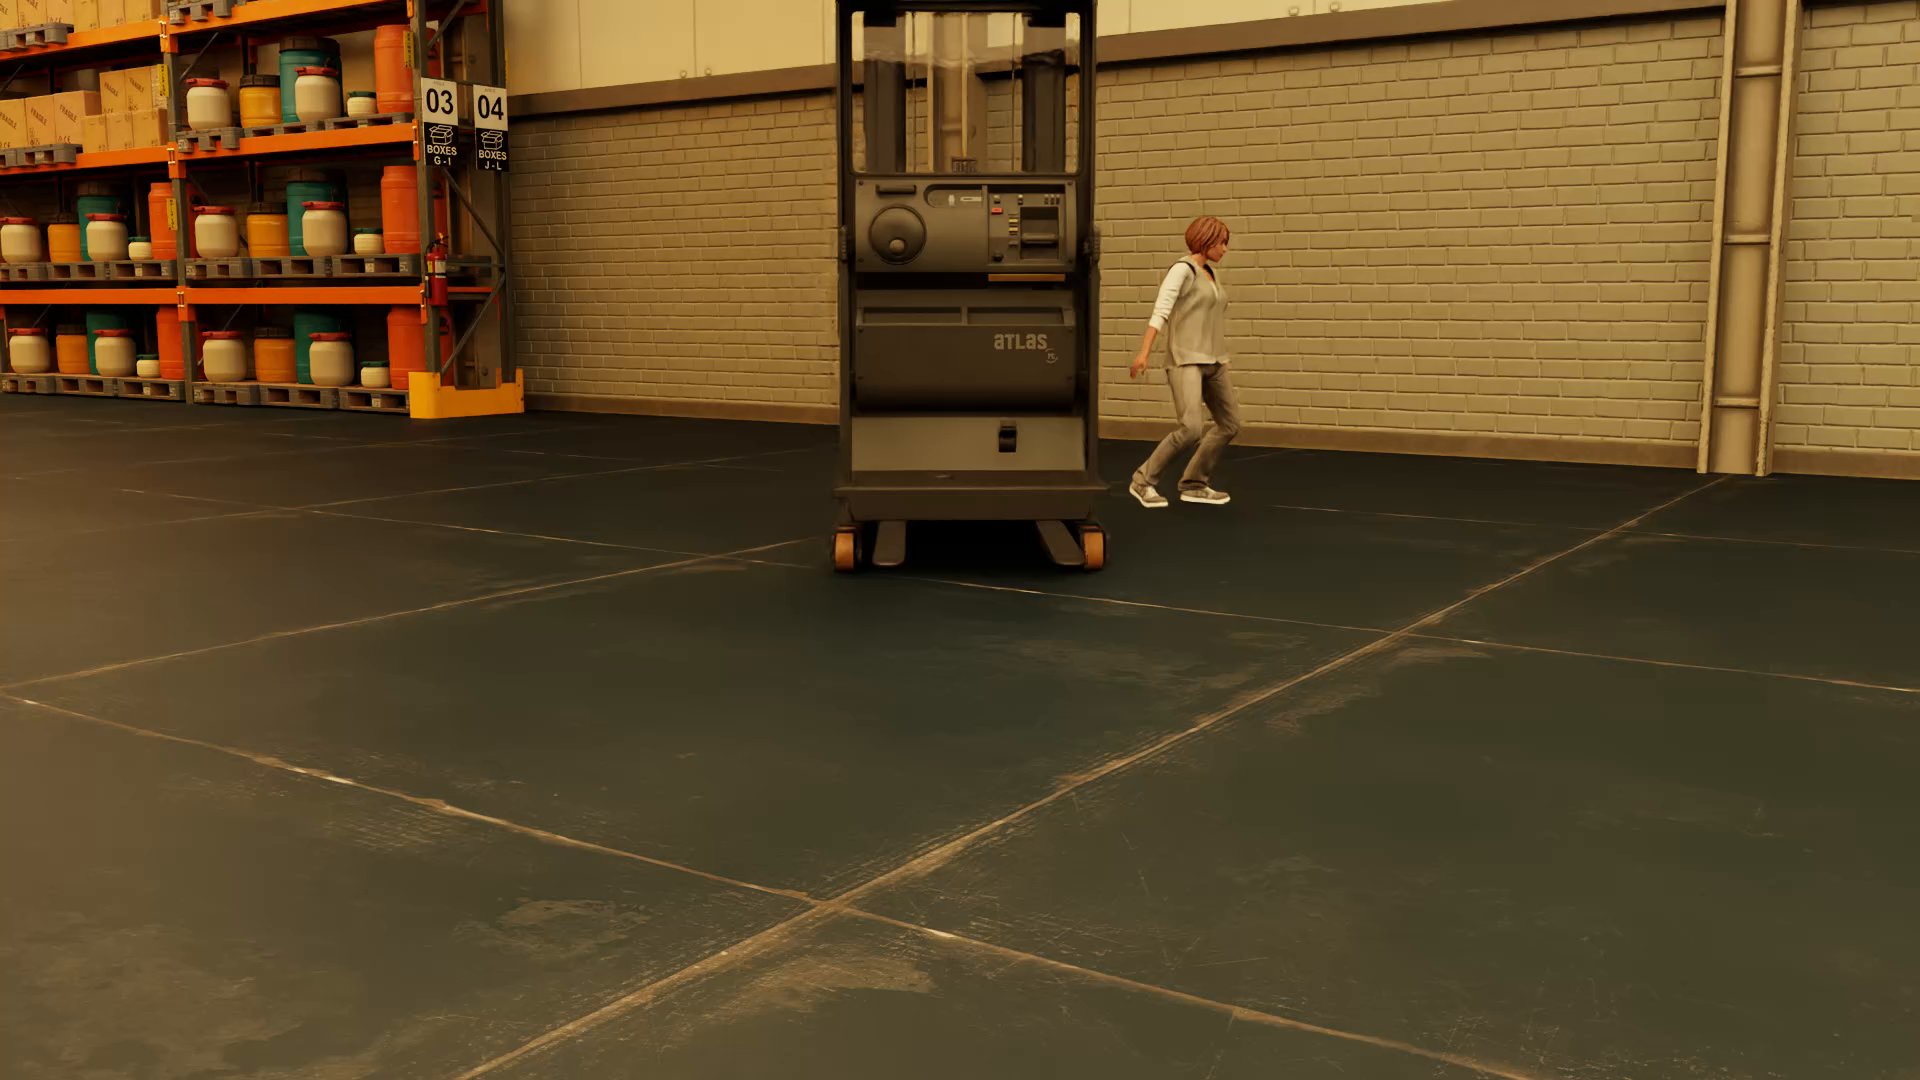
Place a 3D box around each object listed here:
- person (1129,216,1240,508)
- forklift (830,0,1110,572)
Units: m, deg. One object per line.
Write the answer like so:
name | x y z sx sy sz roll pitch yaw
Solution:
person | 1.152 -0.920 8.712 0.436 1.518 0.734 7 11 41
forklift | 0.031 -1.364 6.784 1.130 2.935 3.031 0 8 -1
